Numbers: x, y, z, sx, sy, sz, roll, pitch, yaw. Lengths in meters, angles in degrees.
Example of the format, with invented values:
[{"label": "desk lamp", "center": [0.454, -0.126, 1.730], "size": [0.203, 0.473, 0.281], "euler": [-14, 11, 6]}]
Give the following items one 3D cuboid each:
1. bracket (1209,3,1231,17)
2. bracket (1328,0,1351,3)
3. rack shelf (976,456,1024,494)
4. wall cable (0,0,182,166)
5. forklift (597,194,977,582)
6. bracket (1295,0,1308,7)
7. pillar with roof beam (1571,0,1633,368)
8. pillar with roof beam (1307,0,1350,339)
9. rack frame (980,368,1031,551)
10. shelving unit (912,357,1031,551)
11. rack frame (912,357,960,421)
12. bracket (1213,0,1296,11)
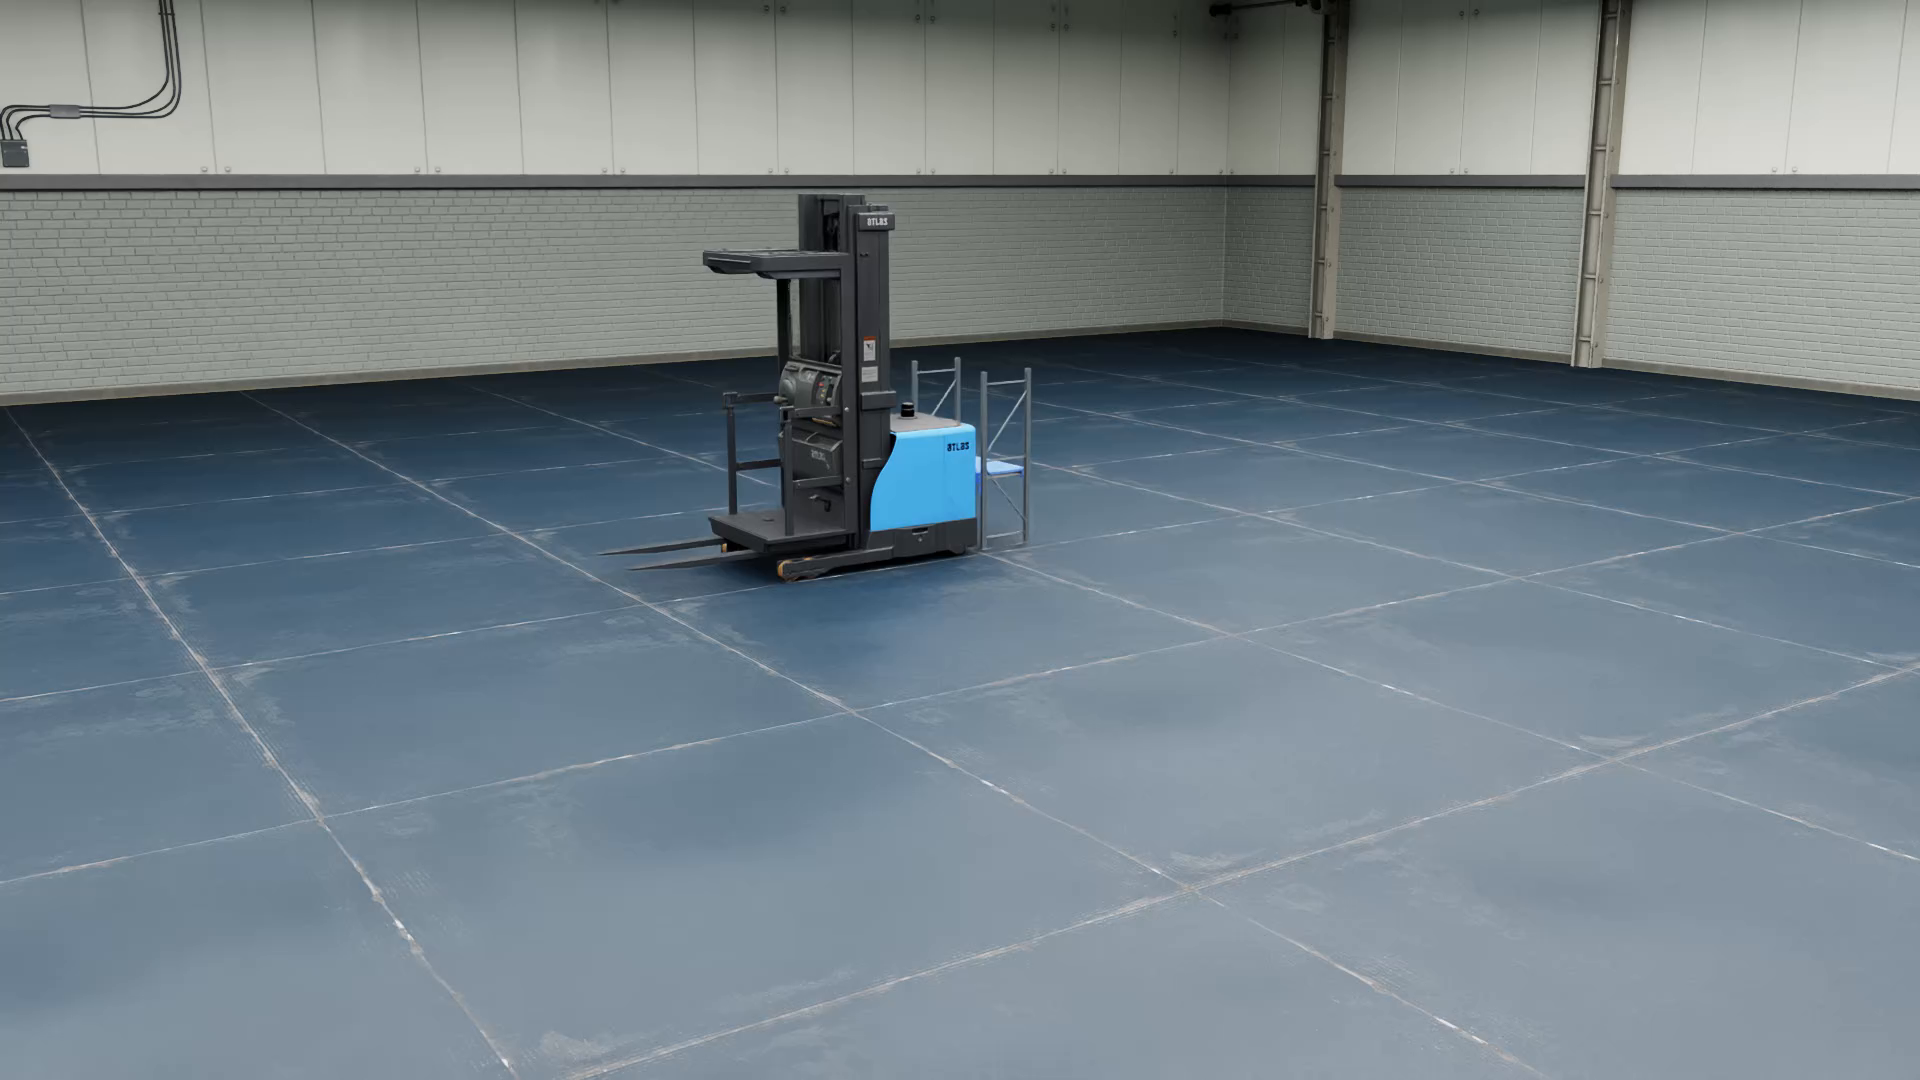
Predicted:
[{"label": "bracket", "center": [5.184, -10.539, 33.065], "size": [0.235, 0.232, 0.430], "euler": [-8, 15, -33]}, {"label": "bracket", "center": [6.957, -9.970, 30.463], "size": [0.235, 0.232, 0.430], "euler": [-8, 15, -33]}, {"label": "rack shelf", "center": [0.086, -0.590, 14.392], "size": [0.538, 0.185, 1.000], "euler": [-9, 15, -35]}, {"label": "wall cable", "center": [-11.820, -8.062, 22.201], "size": [2.305, 6.003, 0.169], "euler": [-8, 15, -33]}, {"label": "forklift", "center": [-1.367, -1.236, 13.152], "size": [3.031, 2.935, 1.130], "euler": [-8, 15, -33]}, {"label": "bracket", "center": [6.497, -10.118, 31.138], "size": [0.235, 0.232, 0.430], "euler": [-8, 15, -33]}, {"label": "pillar with roof beam", "center": [6.763, -6.751, 24.167], "size": [9.100, 9.000, 0.400], "euler": [-8, 15, -33]}, {"label": "pillar with roof beam", "center": [3.439, -7.818, 29.047], "size": [9.100, 9.000, 0.548], "euler": [-8, 15, -33]}, {"label": "rack frame", "center": [0.381, -0.678, 13.950], "size": [0.500, 1.500, 0.032], "euler": [-9, 15, -35]}, {"label": "shelving unit", "center": [0.086, -0.766, 14.354], "size": [0.538, 1.500, 1.048], "euler": [-9, 15, -35]}, {"label": "rack frame", "center": [-0.210, -0.854, 14.758], "size": [0.500, 1.500, 0.032], "euler": [-9, 15, -35]}, {"label": "bracket", "center": [5.512, -10.434, 32.585], "size": [0.076, 0.066, 3.189], "euler": [-8, 15, -33]}]
